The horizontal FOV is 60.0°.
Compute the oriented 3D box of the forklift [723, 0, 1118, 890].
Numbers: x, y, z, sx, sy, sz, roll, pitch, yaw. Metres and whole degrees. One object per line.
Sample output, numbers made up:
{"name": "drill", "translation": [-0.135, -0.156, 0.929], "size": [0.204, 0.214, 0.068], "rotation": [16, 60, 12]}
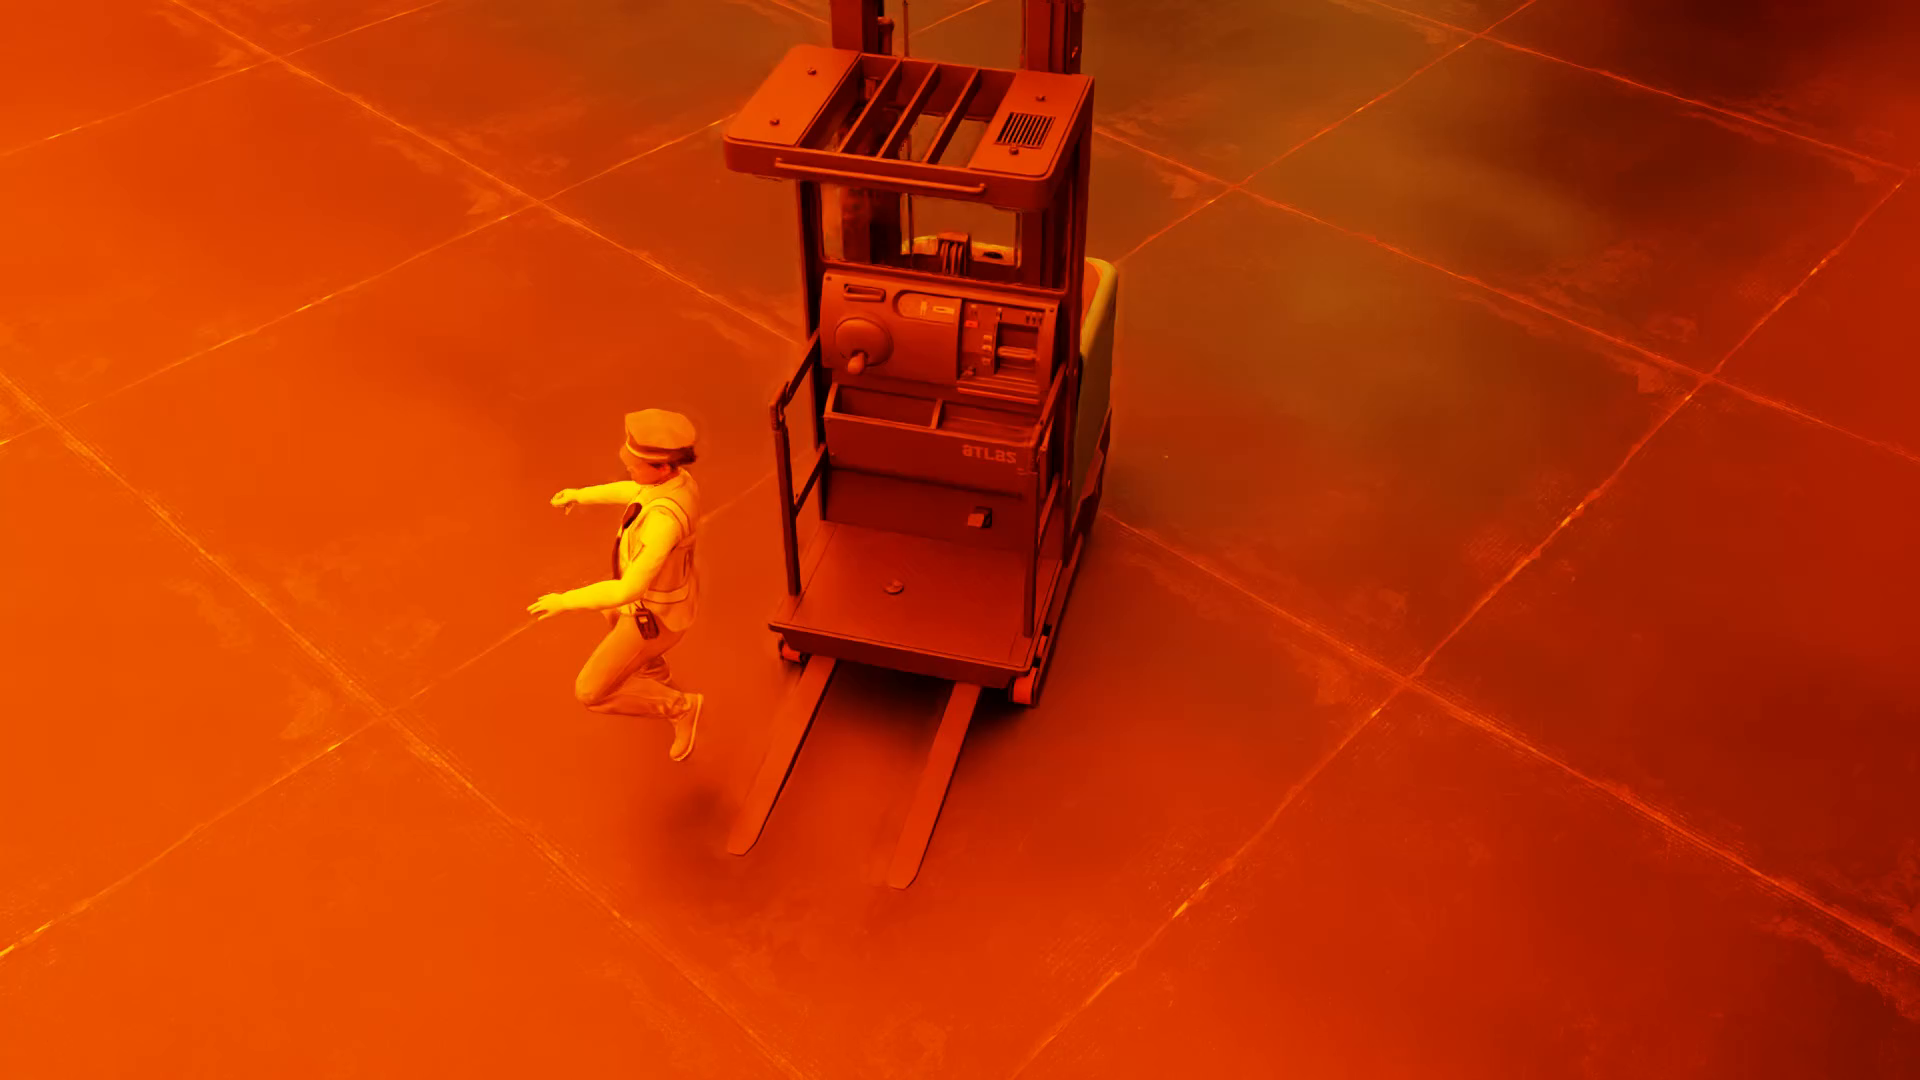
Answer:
{"name": "forklift", "translation": [-0.139, -0.712, 6.258], "size": [1.130, 2.935, 3.031], "rotation": [10, 42, 11]}

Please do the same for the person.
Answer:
{"name": "person", "translation": [-1.248, 0.167, 6.241], "size": [0.675, 1.546, 0.776], "rotation": [0, 41, 0]}
